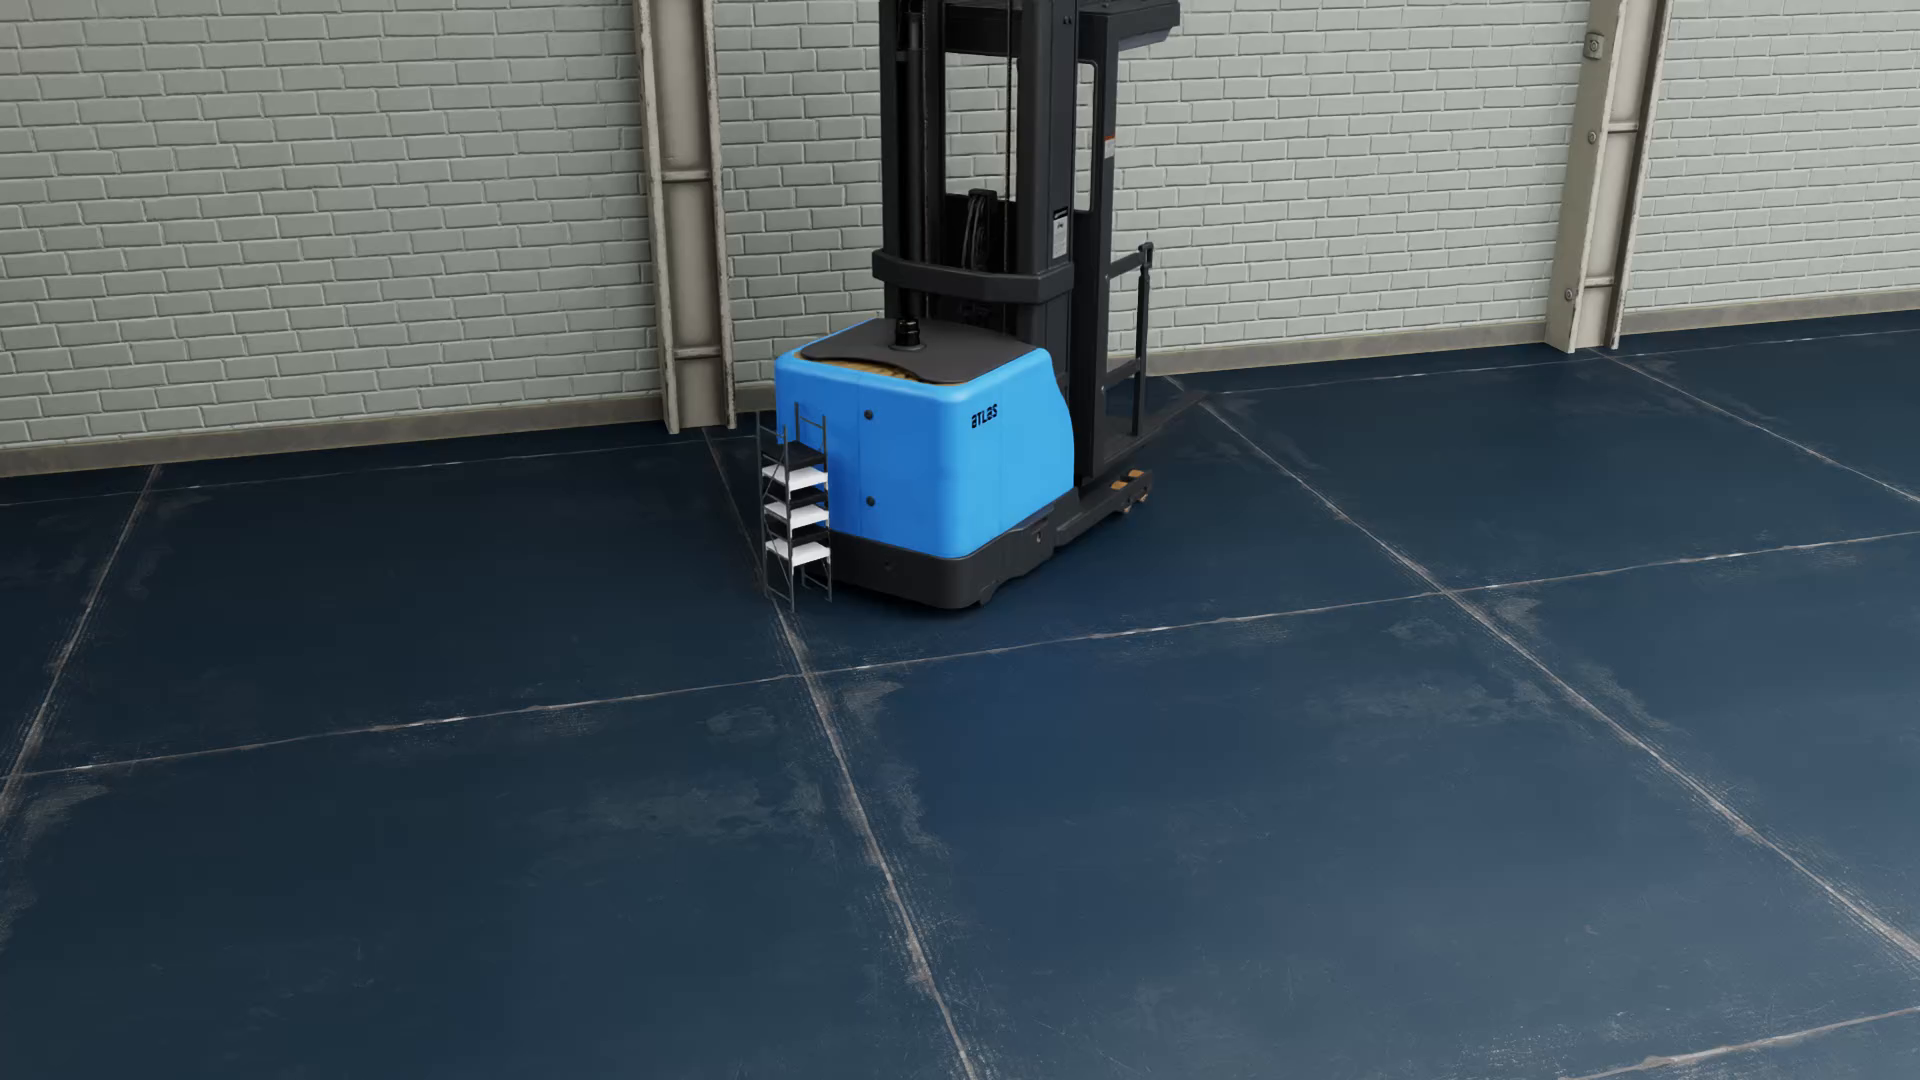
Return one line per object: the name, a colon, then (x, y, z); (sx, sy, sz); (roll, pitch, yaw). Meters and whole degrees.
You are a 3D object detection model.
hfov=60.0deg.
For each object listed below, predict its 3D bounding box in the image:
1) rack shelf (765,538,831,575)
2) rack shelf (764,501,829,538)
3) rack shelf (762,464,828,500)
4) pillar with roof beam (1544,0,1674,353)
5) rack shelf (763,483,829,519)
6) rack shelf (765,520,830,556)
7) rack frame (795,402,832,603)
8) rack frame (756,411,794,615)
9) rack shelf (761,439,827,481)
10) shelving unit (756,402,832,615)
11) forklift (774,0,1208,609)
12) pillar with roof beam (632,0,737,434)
rack shelf: (-0.740, 0.057, 7.515); (0.200, 0.077, 0.258); (-17, 29, -35)
rack shelf: (-0.740, -0.108, 7.443); (0.200, 0.077, 0.258); (-17, 29, -35)
rack shelf: (-0.739, -0.273, 7.371); (0.200, 0.077, 0.258); (-17, 29, -35)
pillar with roof beam: (5.396, -3.836, 5.779); (0.400, 9.000, 9.100); (-6, 24, -14)
rack shelf: (-0.739, -0.191, 7.407); (0.200, 0.077, 0.258); (-17, 29, -35)
rack shelf: (-0.740, -0.025, 7.479); (0.200, 0.077, 0.258); (-17, 29, -35)
rack frame: (-0.660, -0.163, 7.488); (0.006, 0.900, 0.240); (-17, 29, -35)
rack frame: (-0.819, -0.114, 7.372); (0.006, 0.900, 0.240); (-17, 29, -35)
rack shelf: (-0.739, -0.356, 7.336); (0.200, 0.077, 0.258); (-17, 29, -35)
shelving unit: (-0.739, -0.139, 7.430); (0.210, 0.900, 0.258); (-17, 29, -35)
forklift: (0.359, -1.573, 8.199); (1.130, 2.935, 3.031); (14, 27, 29)
pillar with roof beam: (-0.381, -3.197, 4.289); (0.400, 9.000, 9.100); (-6, 24, -14)
